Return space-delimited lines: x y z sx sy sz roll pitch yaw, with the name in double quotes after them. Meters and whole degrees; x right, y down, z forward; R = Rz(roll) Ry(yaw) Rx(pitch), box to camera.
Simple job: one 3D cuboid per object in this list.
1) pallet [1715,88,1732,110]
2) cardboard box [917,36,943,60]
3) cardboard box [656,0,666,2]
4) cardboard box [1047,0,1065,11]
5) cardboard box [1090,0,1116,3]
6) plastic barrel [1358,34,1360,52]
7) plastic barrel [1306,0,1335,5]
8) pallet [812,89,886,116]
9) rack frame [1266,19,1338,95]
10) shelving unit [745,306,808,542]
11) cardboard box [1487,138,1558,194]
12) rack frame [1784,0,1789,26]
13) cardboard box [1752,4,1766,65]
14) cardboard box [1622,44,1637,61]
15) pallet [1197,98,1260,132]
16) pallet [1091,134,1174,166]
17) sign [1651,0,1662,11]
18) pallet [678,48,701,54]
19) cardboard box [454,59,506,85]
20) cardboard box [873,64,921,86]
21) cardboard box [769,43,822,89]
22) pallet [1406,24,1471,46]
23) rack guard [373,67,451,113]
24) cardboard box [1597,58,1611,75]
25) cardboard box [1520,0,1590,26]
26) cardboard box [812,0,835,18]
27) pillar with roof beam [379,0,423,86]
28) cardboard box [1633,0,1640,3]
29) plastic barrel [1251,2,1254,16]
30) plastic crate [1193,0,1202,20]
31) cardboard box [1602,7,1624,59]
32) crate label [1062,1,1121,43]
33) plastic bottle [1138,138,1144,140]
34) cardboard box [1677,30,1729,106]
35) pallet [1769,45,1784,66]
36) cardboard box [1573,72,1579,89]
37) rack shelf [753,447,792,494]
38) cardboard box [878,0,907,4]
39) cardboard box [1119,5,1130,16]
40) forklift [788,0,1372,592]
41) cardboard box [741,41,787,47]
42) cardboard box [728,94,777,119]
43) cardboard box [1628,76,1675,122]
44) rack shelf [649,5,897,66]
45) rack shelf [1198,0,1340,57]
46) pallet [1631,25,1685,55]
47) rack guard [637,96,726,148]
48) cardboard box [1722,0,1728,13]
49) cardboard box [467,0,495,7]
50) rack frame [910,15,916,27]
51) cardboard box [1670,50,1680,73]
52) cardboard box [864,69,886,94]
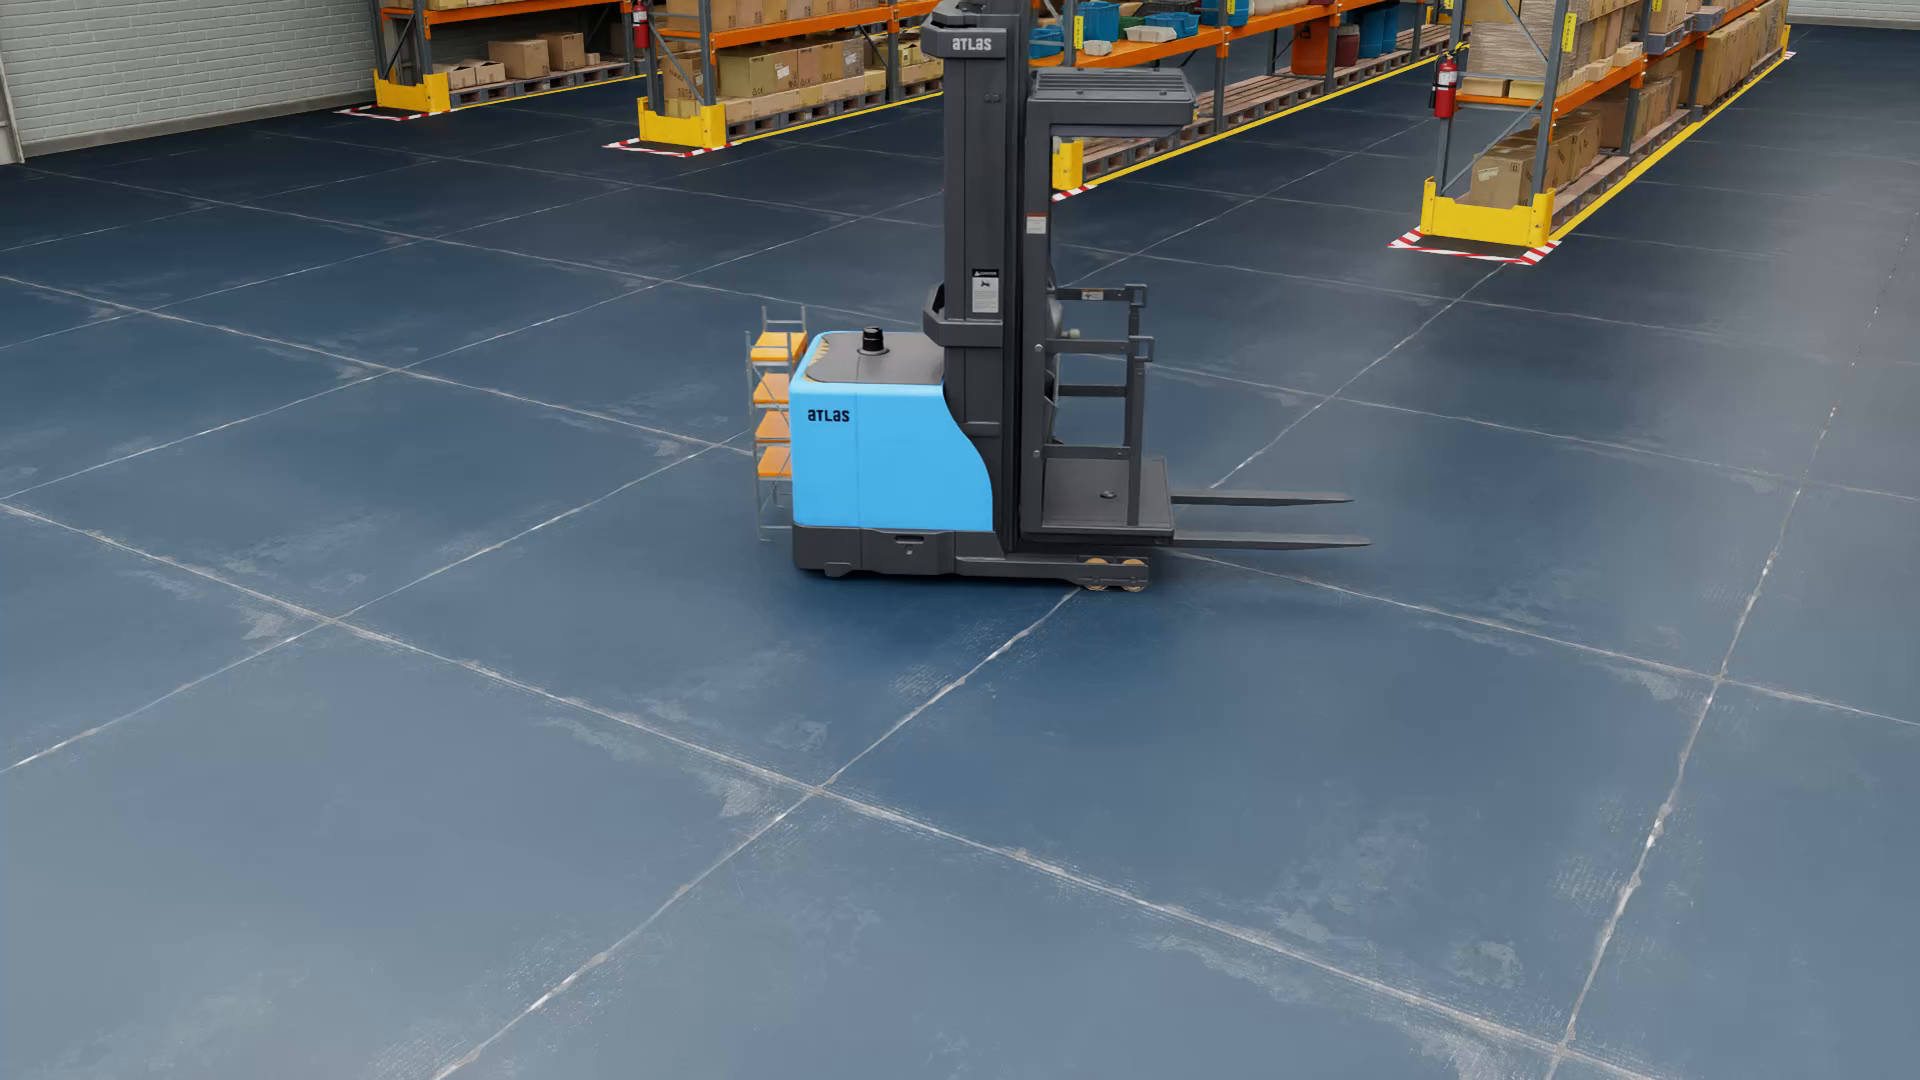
10.325 -6.339 23.626 1.003 0.211 1.213 14 27 29 "pallet"
-0.353 -7.303 24.571 0.500 0.311 0.500 13 27 27 "cardboard box"
-4.659 -8.698 27.216 0.500 0.250 0.500 13 27 27 "cardboard box"
1.643 -9.165 28.294 0.500 0.250 0.500 13 27 28 "cardboard box"
2.435 -9.328 29.614 0.500 0.500 0.500 13 26 27 "cardboard box"
6.054 -7.806 26.109 0.421 0.512 0.421 0 23 0 "plastic barrel"
5.006 -7.838 23.409 0.600 0.536 0.708 14 27 29 "plastic barrel"
-1.778 -6.146 23.181 1.003 0.211 1.213 14 27 29 "pallet"
4.993 -7.996 23.944 1.000 3.000 0.127 14 27 29 "rack frame"
-0.989 -0.642 9.221 0.258 1.200 0.503 1 23 4 "shelving unit"
5.611 -3.720 16.684 0.500 0.500 0.500 -20 31 -39 "cardboard box"
13.421 -9.658 27.784 1.000 3.000 0.127 14 27 29 "rack frame"
11.727 -7.732 25.480 0.875 0.875 0.875 14 27 29 "cardboard box"
7.087 -5.276 17.978 0.380 0.149 0.250 14 27 29 "cardboard box"
3.265 -5.639 22.011 1.003 0.211 1.213 14 27 29 "pallet"
1.851 -4.735 19.921 1.003 0.211 1.213 14 27 29 "pallet"
7.556 -5.894 18.000 0.100 0.325 0.005 14 27 29 "sign"
-4.481 -8.119 27.738 1.003 0.211 1.213 14 27 29 "pallet"
-6.901 -6.747 23.890 0.500 0.311 0.500 16 28 33 "cardboard box"
-0.900 -6.700 23.884 0.500 0.250 0.500 13 27 28 "cardboard box"
-2.168 -6.250 21.900 0.500 0.500 0.500 14 27 29 "cardboard box"
8.745 -9.146 30.111 1.003 0.211 1.213 14 27 29 "pallet"
-7.603 -6.250 23.059 1.175 0.500 0.348 14 27 29 "rack guard"
6.424 -4.855 17.006 0.380 0.149 0.250 14 27 29 "cardboard box"
5.503 -5.028 15.329 0.500 0.500 0.500 14 27 29 "cardboard box"
-2.092 -7.232 22.054 0.700 0.500 0.500 14 27 30 "cardboard box"
-4.352 -9.640 20.192 9.100 9.000 0.400 14 27 29 "pillar with roof beam"
6.825 -5.871 17.276 0.500 0.500 0.500 14 27 29 "cardboard box"
3.712 -6.997 21.811 0.301 0.262 0.301 0 23 0 "plastic barrel"
2.879 -6.903 21.339 0.402 0.464 0.583 14 27 29 "plastic crate"
6.329 -5.300 17.217 0.875 0.500 0.500 14 27 29 "cardboard box"
1.514 -5.990 19.266 0.502 0.435 0.616 14 27 29 "crate label"
2.129 -4.870 19.590 0.061 0.283 0.133 14 27 30 "plastic bottle"
9.583 -6.404 22.413 1.225 0.875 0.875 12 26 27 "cardboard box"
13.066 -8.092 27.677 1.003 0.211 1.213 14 27 29 "pallet"
5.741 -4.439 16.045 0.380 0.149 0.250 14 27 29 "cardboard box"
-0.987 -0.398 9.326 0.258 0.148 0.480 1 23 4 "rack shelf"
-1.100 -7.792 23.661 0.500 0.250 0.500 16 28 32 "cardboard box"
2.612 -9.048 28.968 0.500 0.500 0.500 14 27 29 "cardboard box"
0.656 -1.296 8.554 3.031 2.935 1.130 2 23 4 "forklift"
-2.623 -6.362 22.160 0.500 0.500 0.500 14 27 29 "cardboard box"
-2.700 -5.570 21.273 0.500 0.250 0.500 14 27 29 "cardboard box"
8.583 -5.592 20.985 0.700 0.500 0.500 11 26 25 "cardboard box"
-2.378 -6.680 21.810 1.077 0.370 4.000 14 27 29 "rack shelf"
3.938 -6.991 22.528 1.077 0.370 4.000 14 27 29 "rack shelf"
7.618 -5.747 18.992 1.003 0.211 1.213 14 27 29 "pallet"
-3.446 -5.180 20.586 1.175 0.500 0.348 14 27 29 "rack guard"
9.959 -7.285 22.177 0.500 0.500 0.500 13 27 28 "cardboard box"
-6.854 -7.589 23.167 0.500 0.250 0.500 13 27 27 "cardboard box"
-1.313 -11.422 31.859 1.000 3.000 0.127 14 27 29 "rack frame"
8.873 -6.124 21.270 0.500 0.250 0.500 15 28 31 "cardboard box"
-1.382 -6.414 23.222 0.500 0.250 0.500 14 27 29 "cardboard box"
